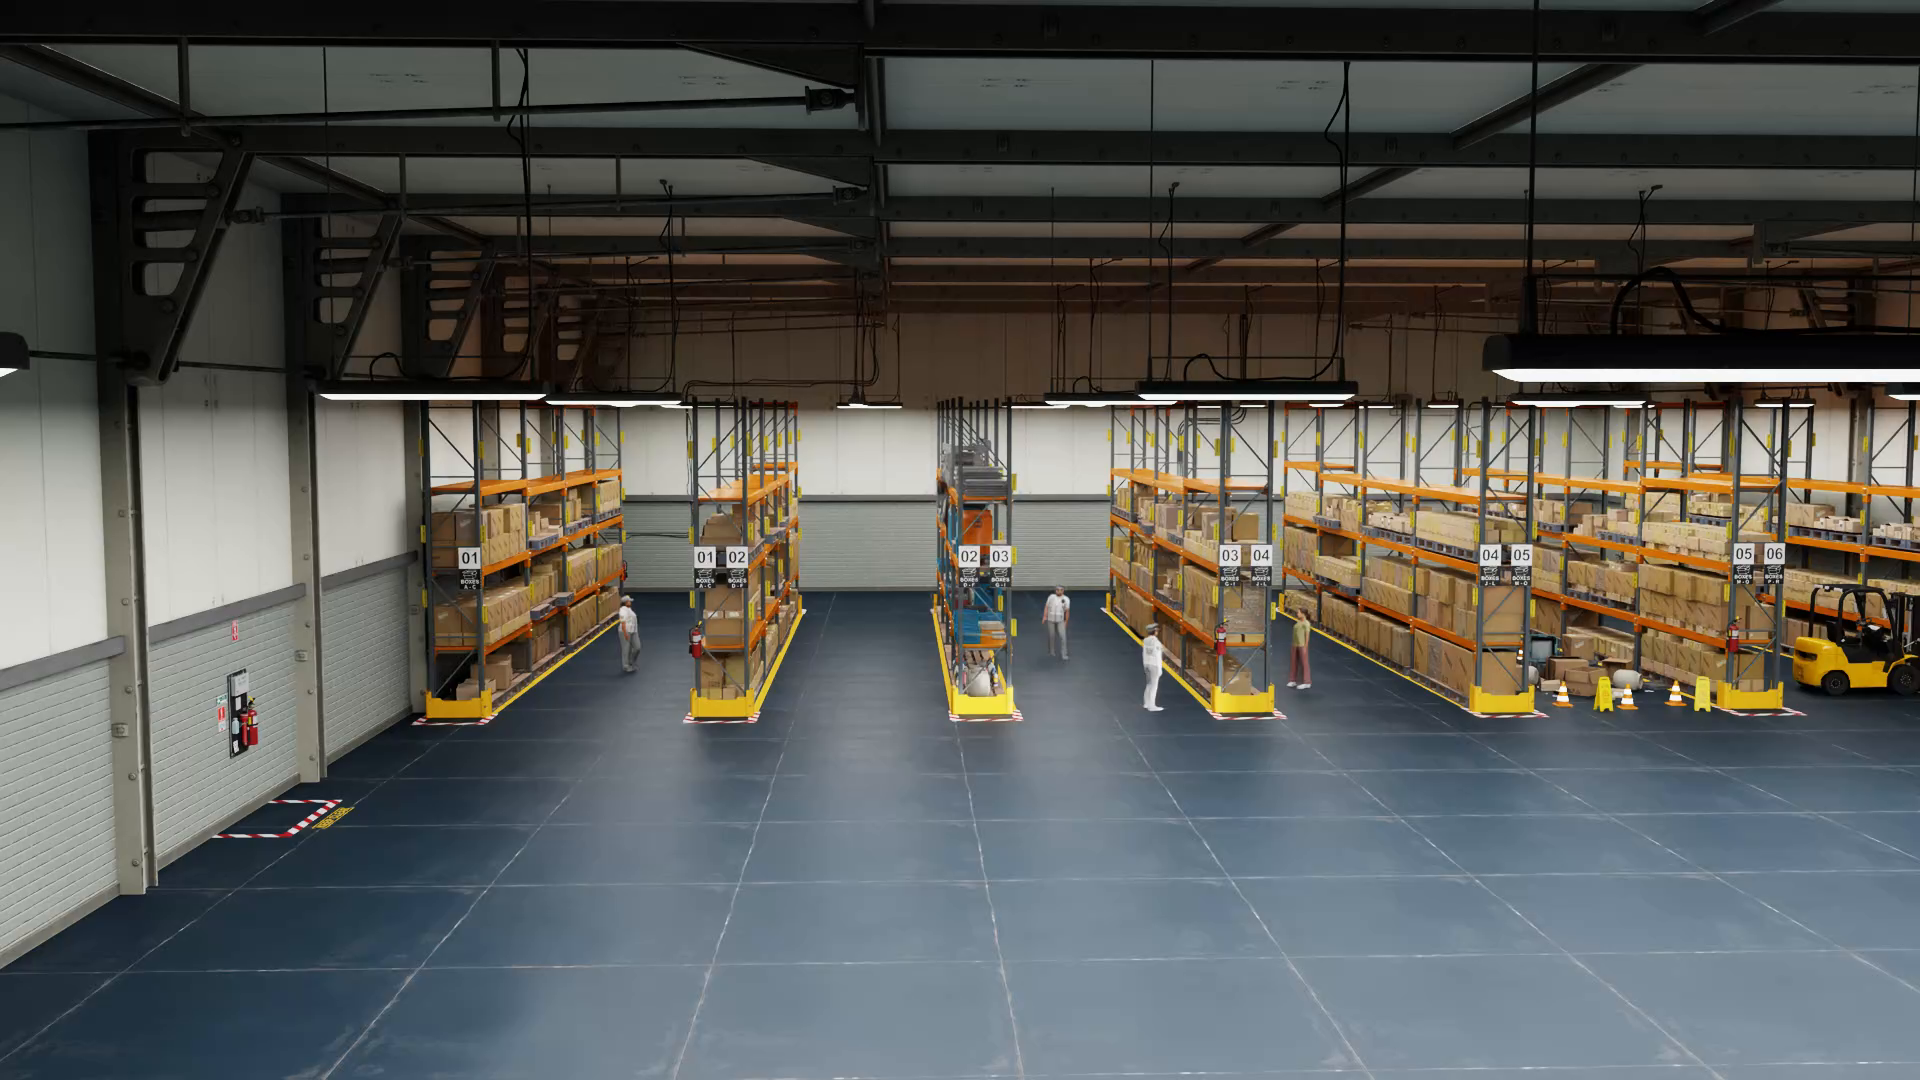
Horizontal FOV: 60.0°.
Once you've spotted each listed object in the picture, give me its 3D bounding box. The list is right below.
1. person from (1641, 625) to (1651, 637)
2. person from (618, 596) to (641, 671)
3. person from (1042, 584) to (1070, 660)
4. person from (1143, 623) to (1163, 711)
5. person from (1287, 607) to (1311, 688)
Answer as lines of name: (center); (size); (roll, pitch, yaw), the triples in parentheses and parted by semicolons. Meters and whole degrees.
person: (17.186, 1.624, 41.630); (0.507, 1.780, 0.601); (2, 5, 27)
person: (-7.333, 2.077, 36.799); (0.391, 1.694, 0.537); (2, 5, 27)
person: (2.227, 1.872, 38.575); (0.642, 1.732, 0.735); (0, 4, 4)
person: (3.703, 2.457, 31.825); (0.346, 1.733, 0.551); (-2, 5, -26)
person: (7.040, 2.219, 34.522); (0.457, 1.670, 0.501); (-3, 5, -35)
